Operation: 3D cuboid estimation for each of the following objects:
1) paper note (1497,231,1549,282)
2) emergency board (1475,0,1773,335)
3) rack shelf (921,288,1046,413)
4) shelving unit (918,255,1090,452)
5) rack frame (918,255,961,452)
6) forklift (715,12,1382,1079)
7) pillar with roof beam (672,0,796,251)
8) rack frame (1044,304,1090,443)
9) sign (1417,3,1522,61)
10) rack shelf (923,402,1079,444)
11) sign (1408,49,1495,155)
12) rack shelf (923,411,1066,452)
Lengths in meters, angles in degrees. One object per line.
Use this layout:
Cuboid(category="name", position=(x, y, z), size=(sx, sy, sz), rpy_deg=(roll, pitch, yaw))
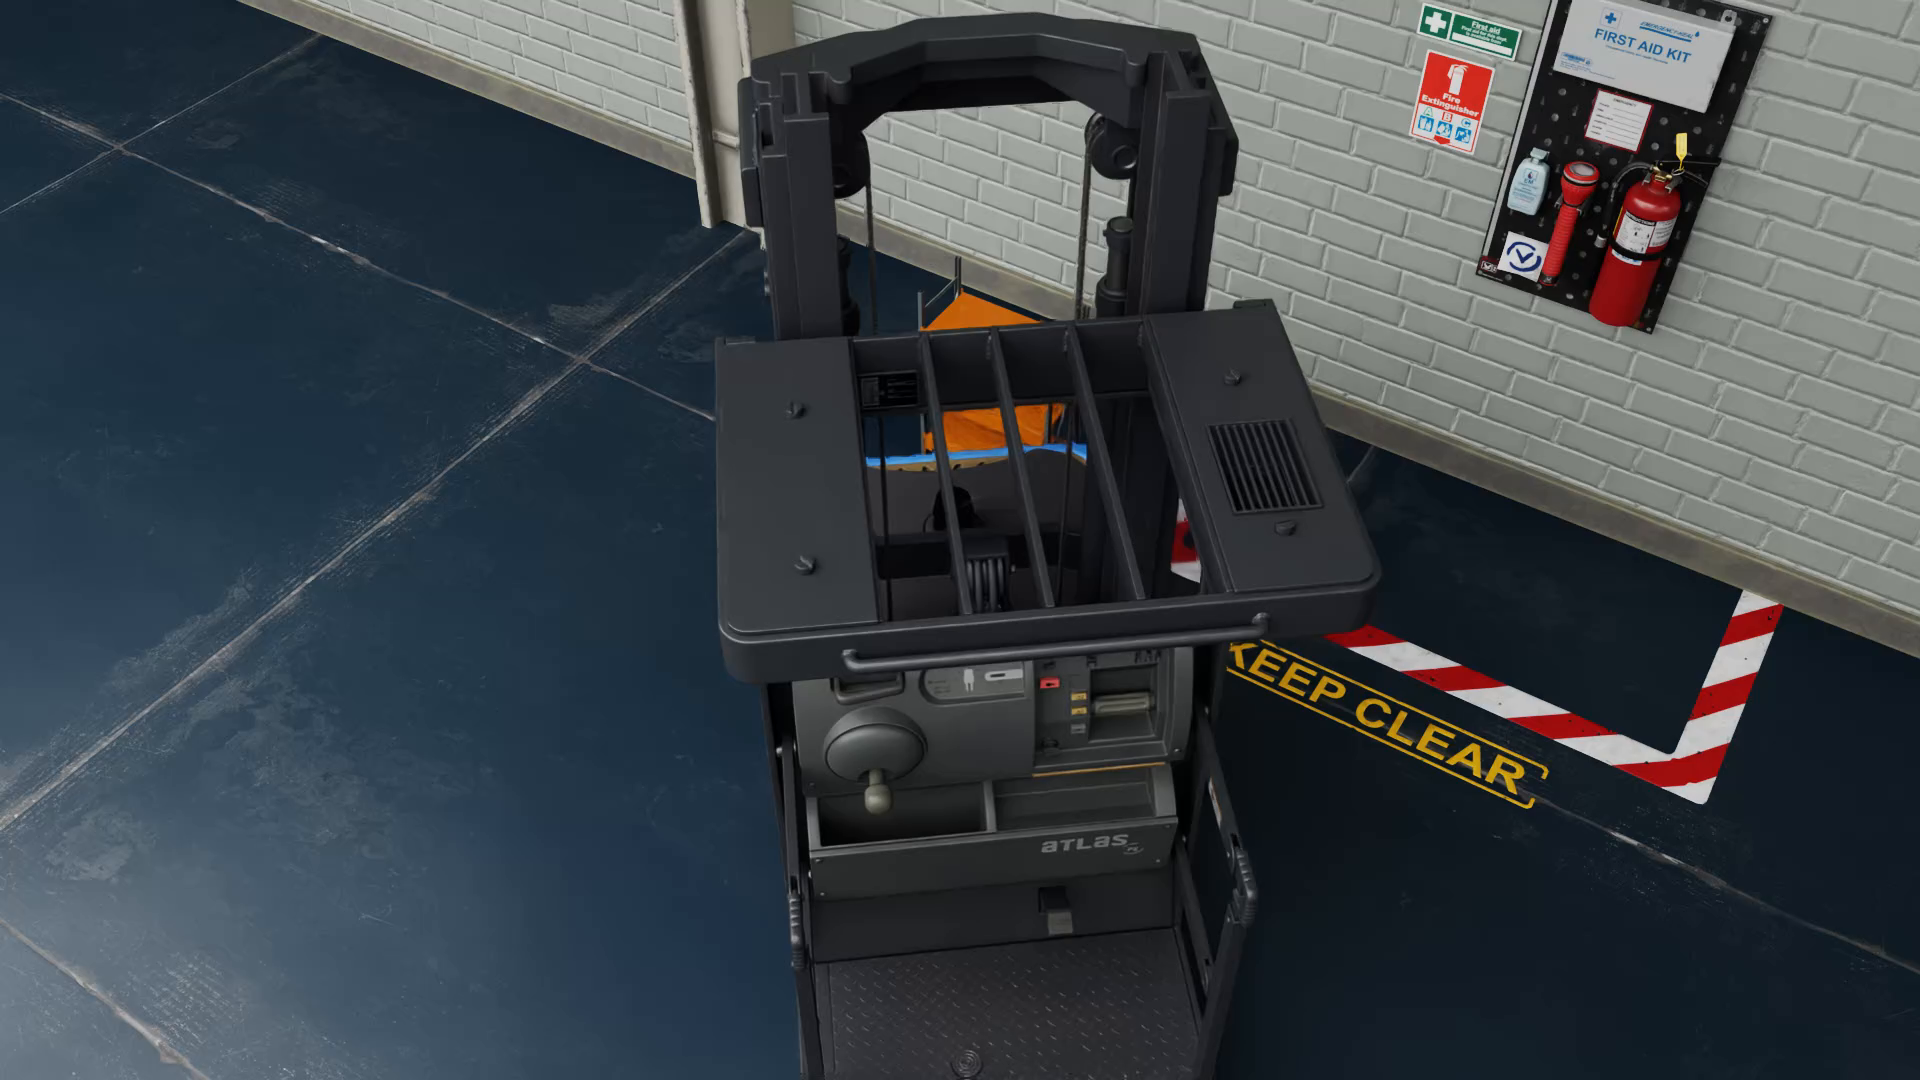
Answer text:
Cuboid(category="paper note", position=(1.936, -0.974, 5.719), size=(0.142, 0.148, 0.016), rpy_deg=(25, 51, 22))
Cuboid(category="emergency board", position=(2.048, -1.171, 5.296), size=(0.643, 1.169, 0.194), rpy_deg=(25, 51, 22))
Cuboid(category="rack shelf", position=(0.139, -0.628, 5.476), size=(0.480, 0.148, 0.258), rpy_deg=(25, 51, 22))
Cuboid(category="shelving unit", position=(0.139, -0.354, 5.757), size=(0.503, 1.200, 0.258), rpy_deg=(25, 51, 22))
Cuboid(category="rack frame", position=(-0.066, -0.449, 5.849), size=(0.015, 1.200, 0.240), rpy_deg=(25, 51, 22))
Cuboid(category="forklift", position=(0.107, 0.507, 3.714), size=(1.130, 2.935, 3.031), rpy_deg=(-5, 46, -5))
Cuboid(category="pillar with roof beam", position=(-3.267, -2.006, 1.924), size=(0.400, 9.000, 9.100), rpy_deg=(25, 51, 22))
Cuboid(category="rack frame", position=(0.345, -0.260, 5.666), size=(0.015, 1.200, 0.240), rpy_deg=(25, 51, 22))
Cuboid(category="sign", position=(1.637, -1.637, 5.355), size=(0.331, 0.109, 0.001), rpy_deg=(25, 51, 22))
Cuboid(category="rack shelf", position=(0.139, -0.463, 5.645), size=(0.480, 0.148, 0.258), rpy_deg=(25, 51, 22))
Cuboid(category="sign", position=(1.638, -1.460, 5.552), size=(0.234, 0.329, 0.001), rpy_deg=(25, 51, 22))
Cuboid(category="rack shelf", position=(0.139, -0.307, 5.806), size=(0.480, 0.148, 0.258), rpy_deg=(25, 51, 22))
